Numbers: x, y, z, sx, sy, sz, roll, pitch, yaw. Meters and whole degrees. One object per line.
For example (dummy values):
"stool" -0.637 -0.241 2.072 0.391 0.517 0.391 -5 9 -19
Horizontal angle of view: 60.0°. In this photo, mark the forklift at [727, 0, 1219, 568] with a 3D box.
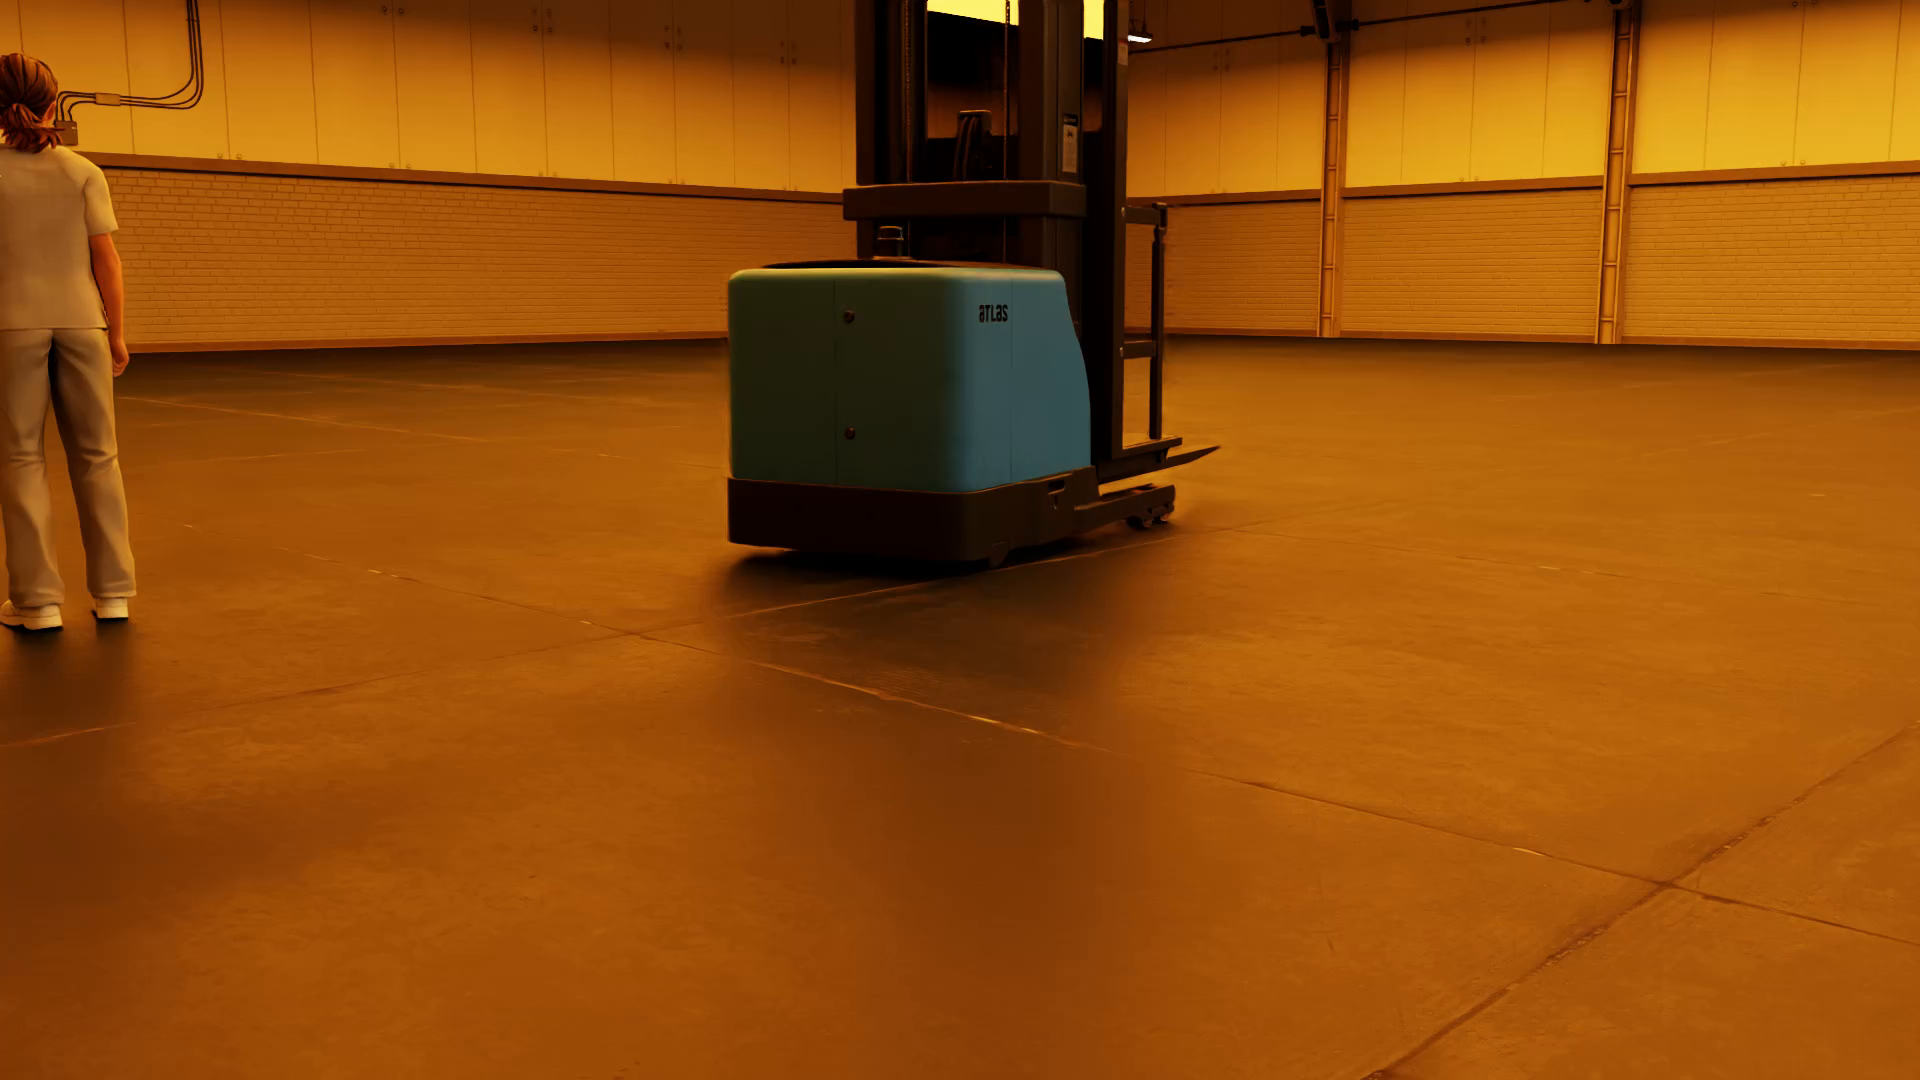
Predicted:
"forklift" 0.285 -1.530 7.038 1.130 2.935 3.031 5 10 28

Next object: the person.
"person" -2.727 -0.580 4.951 0.459 1.674 0.377 -7 11 -41
